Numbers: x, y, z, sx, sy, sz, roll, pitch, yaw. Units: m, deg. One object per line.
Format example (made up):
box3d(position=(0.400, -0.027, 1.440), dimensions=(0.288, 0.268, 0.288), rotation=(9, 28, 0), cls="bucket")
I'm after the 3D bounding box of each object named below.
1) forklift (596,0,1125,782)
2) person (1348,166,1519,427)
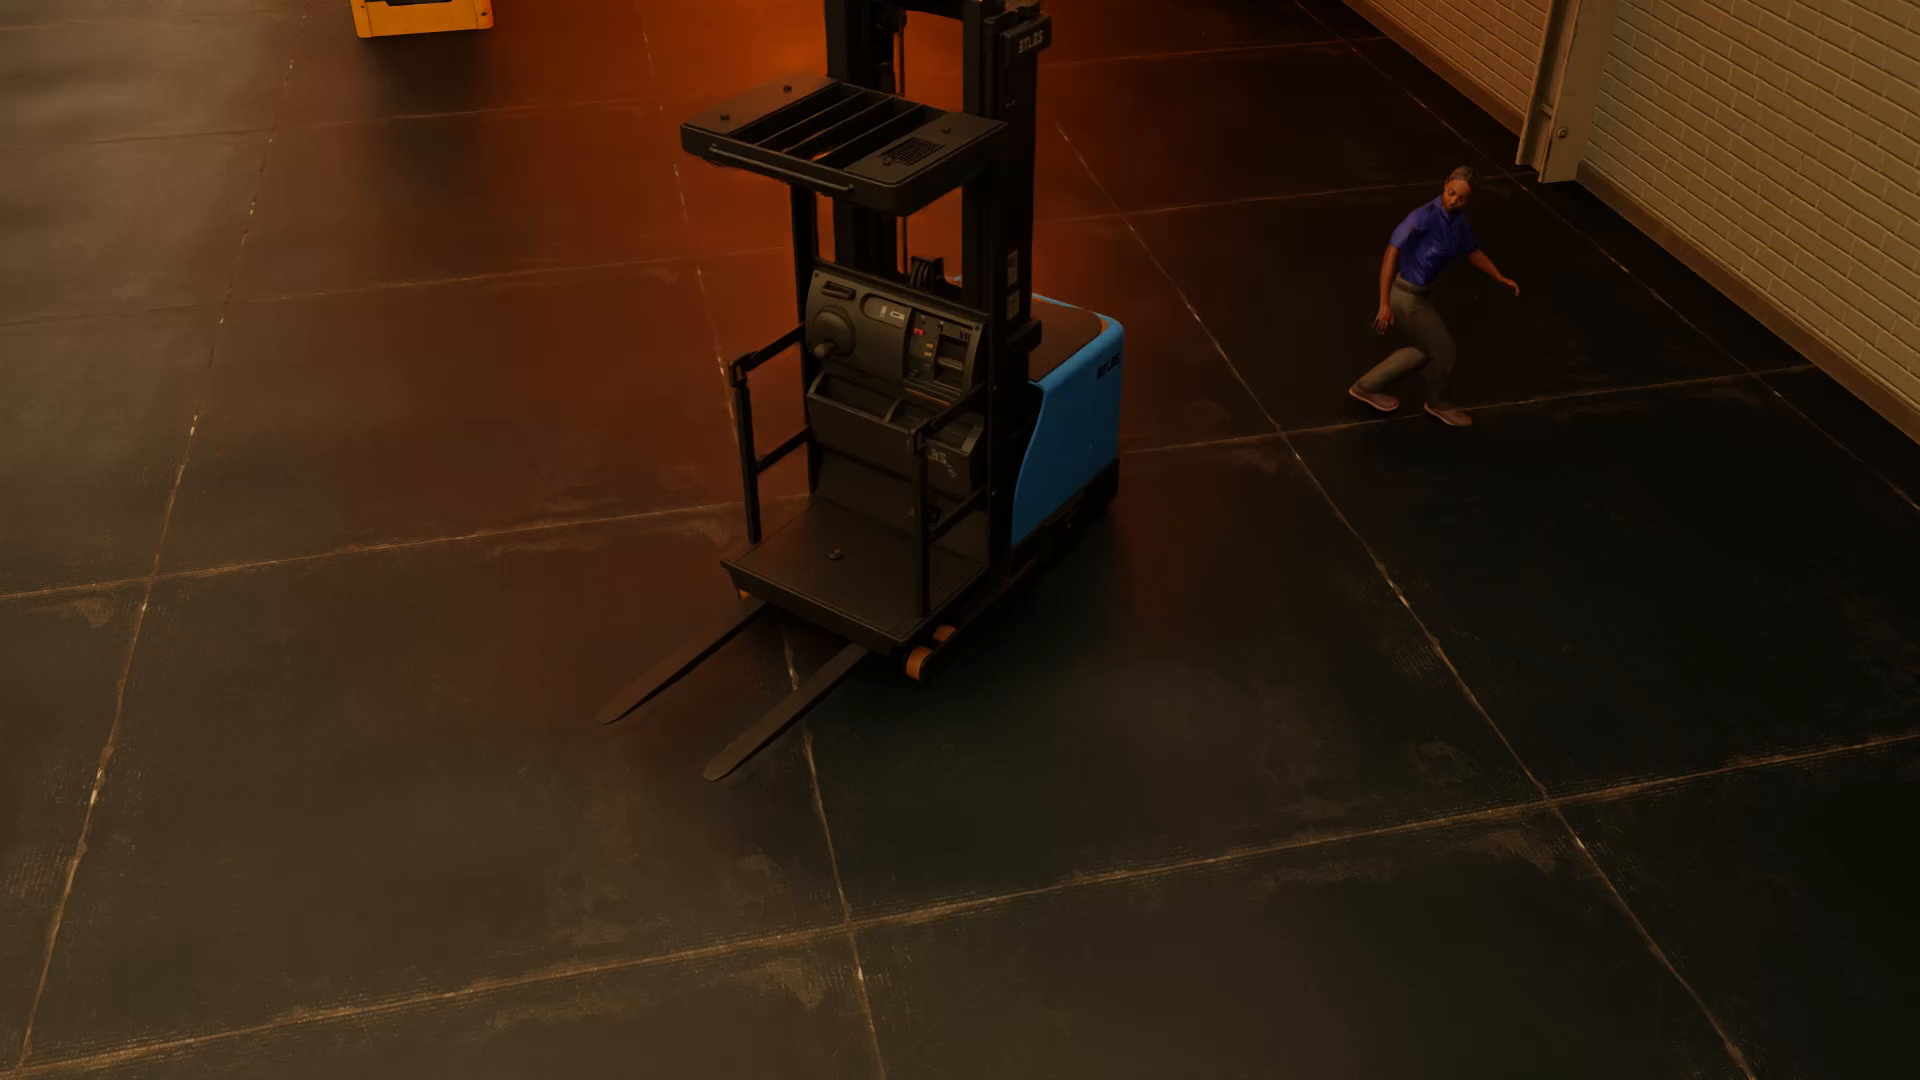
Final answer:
box3d(position=(-0.421, -0.857, 7.241), dimensions=(1.130, 2.935, 3.031), rotation=(22, 41, 28), cls="forklift")
box3d(position=(2.579, -1.257, 9.025), dimensions=(0.808, 1.539, 0.757), rotation=(17, 39, 22), cls="person")
